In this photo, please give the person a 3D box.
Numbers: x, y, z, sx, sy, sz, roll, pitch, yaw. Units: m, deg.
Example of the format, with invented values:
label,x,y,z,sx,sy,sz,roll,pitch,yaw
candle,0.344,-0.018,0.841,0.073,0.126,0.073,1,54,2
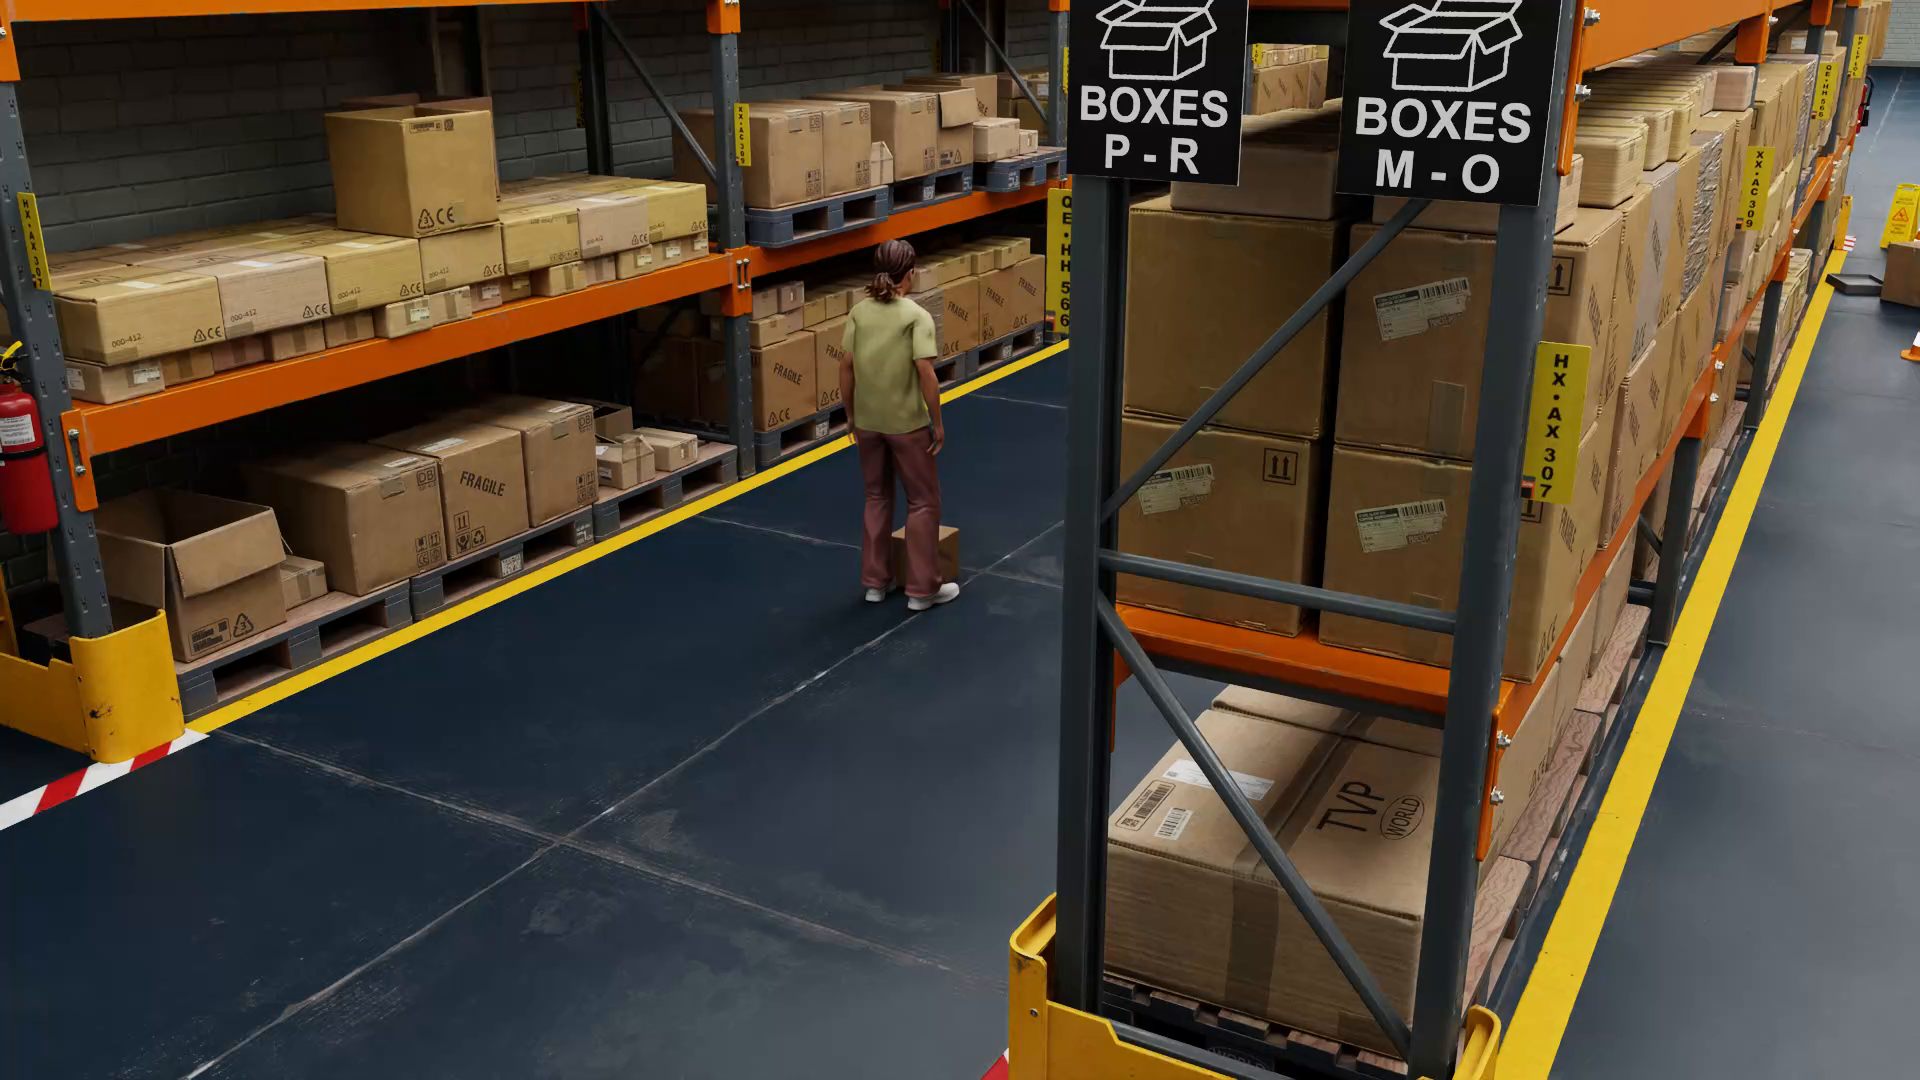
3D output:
label,x,y,z,sx,sy,sz,roll,pitch,yaw
person,-0.288,-0.514,7.531,0.504,1.667,0.364,10,22,25
